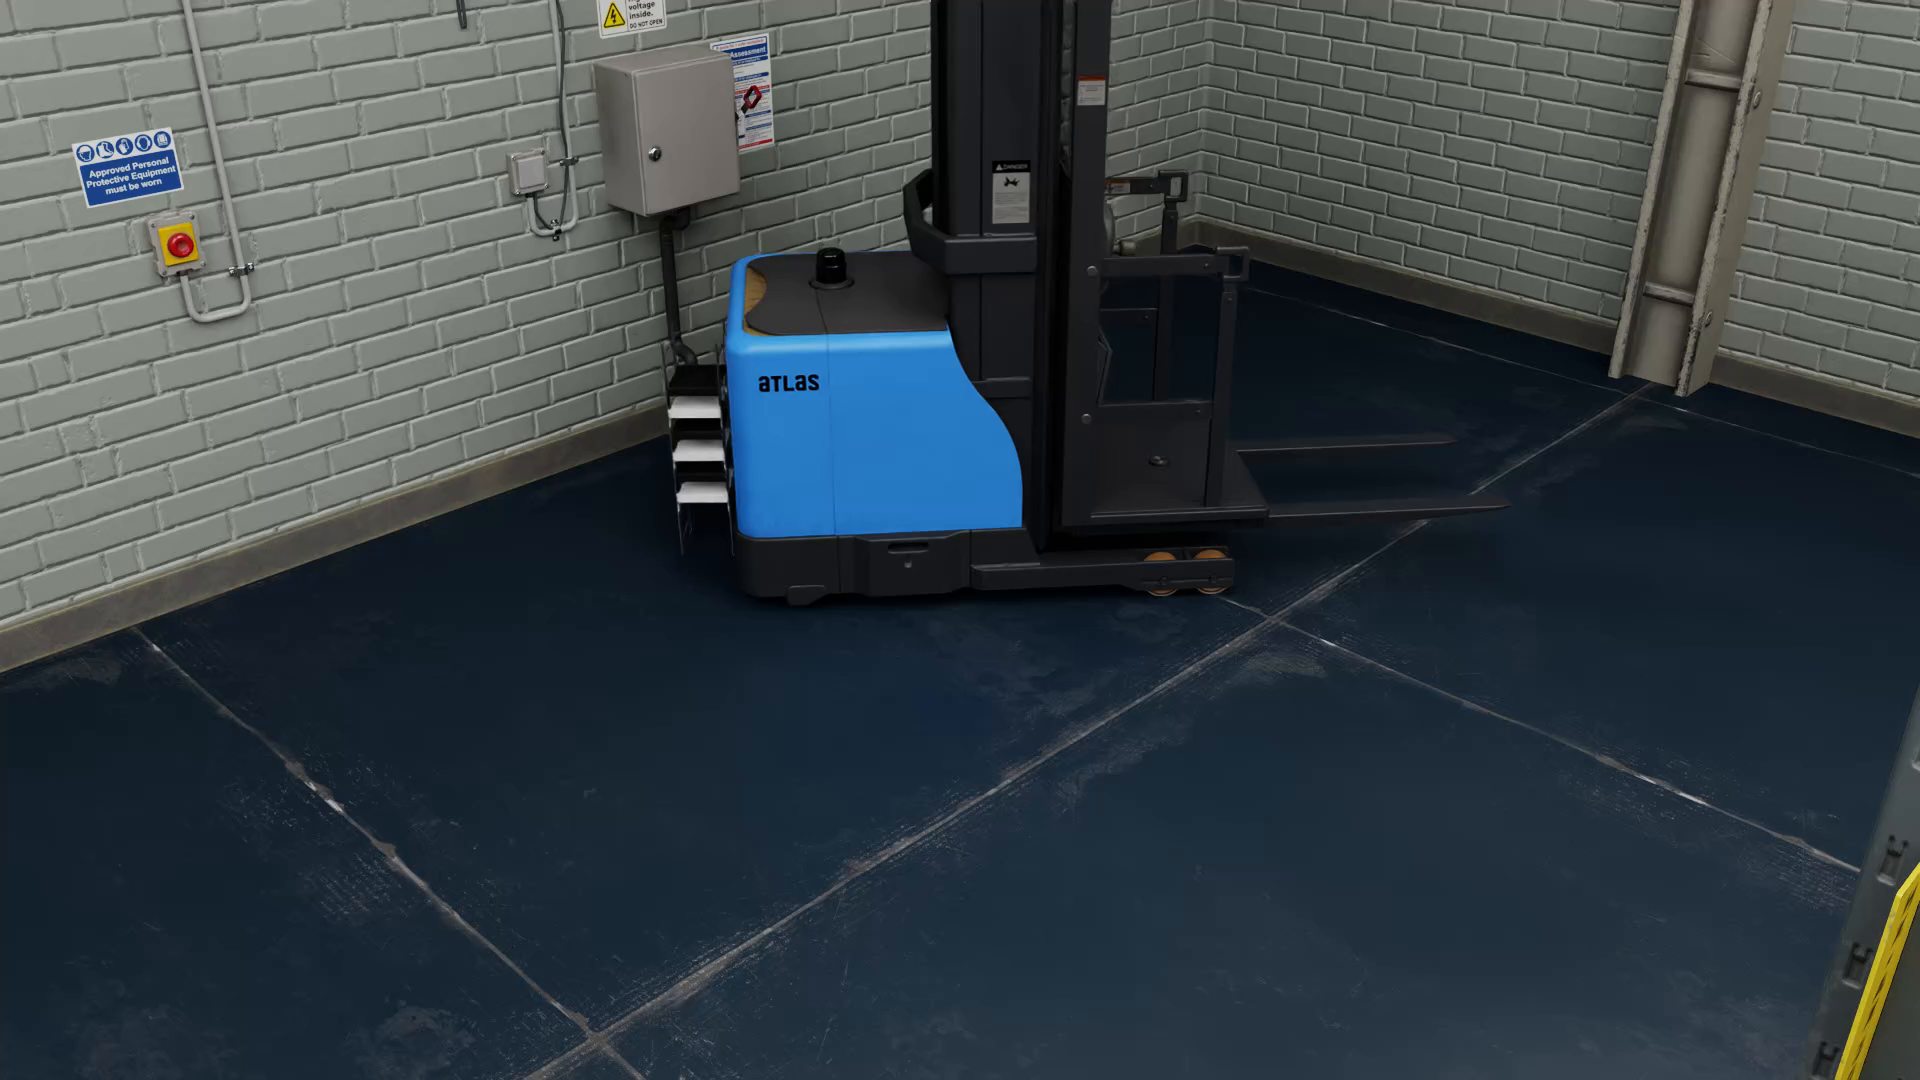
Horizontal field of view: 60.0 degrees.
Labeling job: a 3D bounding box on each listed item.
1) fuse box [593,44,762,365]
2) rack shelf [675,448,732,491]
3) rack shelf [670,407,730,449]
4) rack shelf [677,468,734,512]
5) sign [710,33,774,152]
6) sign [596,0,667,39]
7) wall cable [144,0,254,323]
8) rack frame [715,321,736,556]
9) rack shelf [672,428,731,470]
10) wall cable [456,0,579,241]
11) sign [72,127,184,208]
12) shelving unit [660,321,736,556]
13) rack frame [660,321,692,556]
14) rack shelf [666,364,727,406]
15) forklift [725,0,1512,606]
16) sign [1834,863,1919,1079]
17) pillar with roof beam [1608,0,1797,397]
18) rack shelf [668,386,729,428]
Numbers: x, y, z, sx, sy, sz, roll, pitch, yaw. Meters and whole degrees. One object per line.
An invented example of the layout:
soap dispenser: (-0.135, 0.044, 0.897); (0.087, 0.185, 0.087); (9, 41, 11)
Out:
fuse box: (-1.163, -1.220, 7.231); (0.414, 1.711, 0.539); (25, 36, 38)
rack shelf: (-1.007, -0.282, 6.582); (0.200, 0.077, 0.258); (0, 28, 1)
rack shelf: (-1.009, -0.442, 6.498); (0.200, 0.077, 0.258); (0, 28, 1)
rack shelf: (-1.006, -0.203, 6.624); (0.200, 0.077, 0.258); (0, 28, 1)
sign: (-0.965, -1.979, 7.394); (0.001, 0.494, 0.329); (25, 36, 38)
sign: (-1.350, -2.205, 6.833); (0.001, 0.242, 0.339); (25, 36, 38)
wall cable: (-2.740, -1.604, 5.452); (0.123, 1.953, 0.585); (25, 36, 38)
rack frame: (-0.907, -0.392, 6.523); (0.006, 0.900, 0.240); (0, 28, 1)
rack shelf: (-1.008, -0.362, 6.540); (0.200, 0.077, 0.258); (0, 28, 1)
wall cable: (-1.754, -2.065, 6.362); (0.122, 1.984, 0.588); (25, 36, 38)
sign: (-2.818, -1.264, 5.641); (0.001, 0.218, 0.327); (25, 36, 38)
shelving unit: (-1.008, -0.391, 6.524); (0.210, 0.900, 0.258); (0, 28, 1)
rack frame: (-1.110, -0.391, 6.526); (0.006, 0.900, 0.240); (0, 28, 1)
rack shelf: (-1.011, -0.601, 6.414); (0.200, 0.077, 0.258); (0, 28, 1)
forklift: (0.633, -1.325, 6.121); (3.031, 2.935, 1.130); (-3, 28, -5)
sign: (0.904, 0.456, 1.645); (0.005, 0.325, 0.100); (25, 36, 38)
pillar with roof beam: (0.465, -3.362, 3.475); (0.400, 9.000, 9.100); (25, 36, 38)
rack shelf: (-1.010, -0.521, 6.456); (0.200, 0.077, 0.258); (0, 28, 1)
